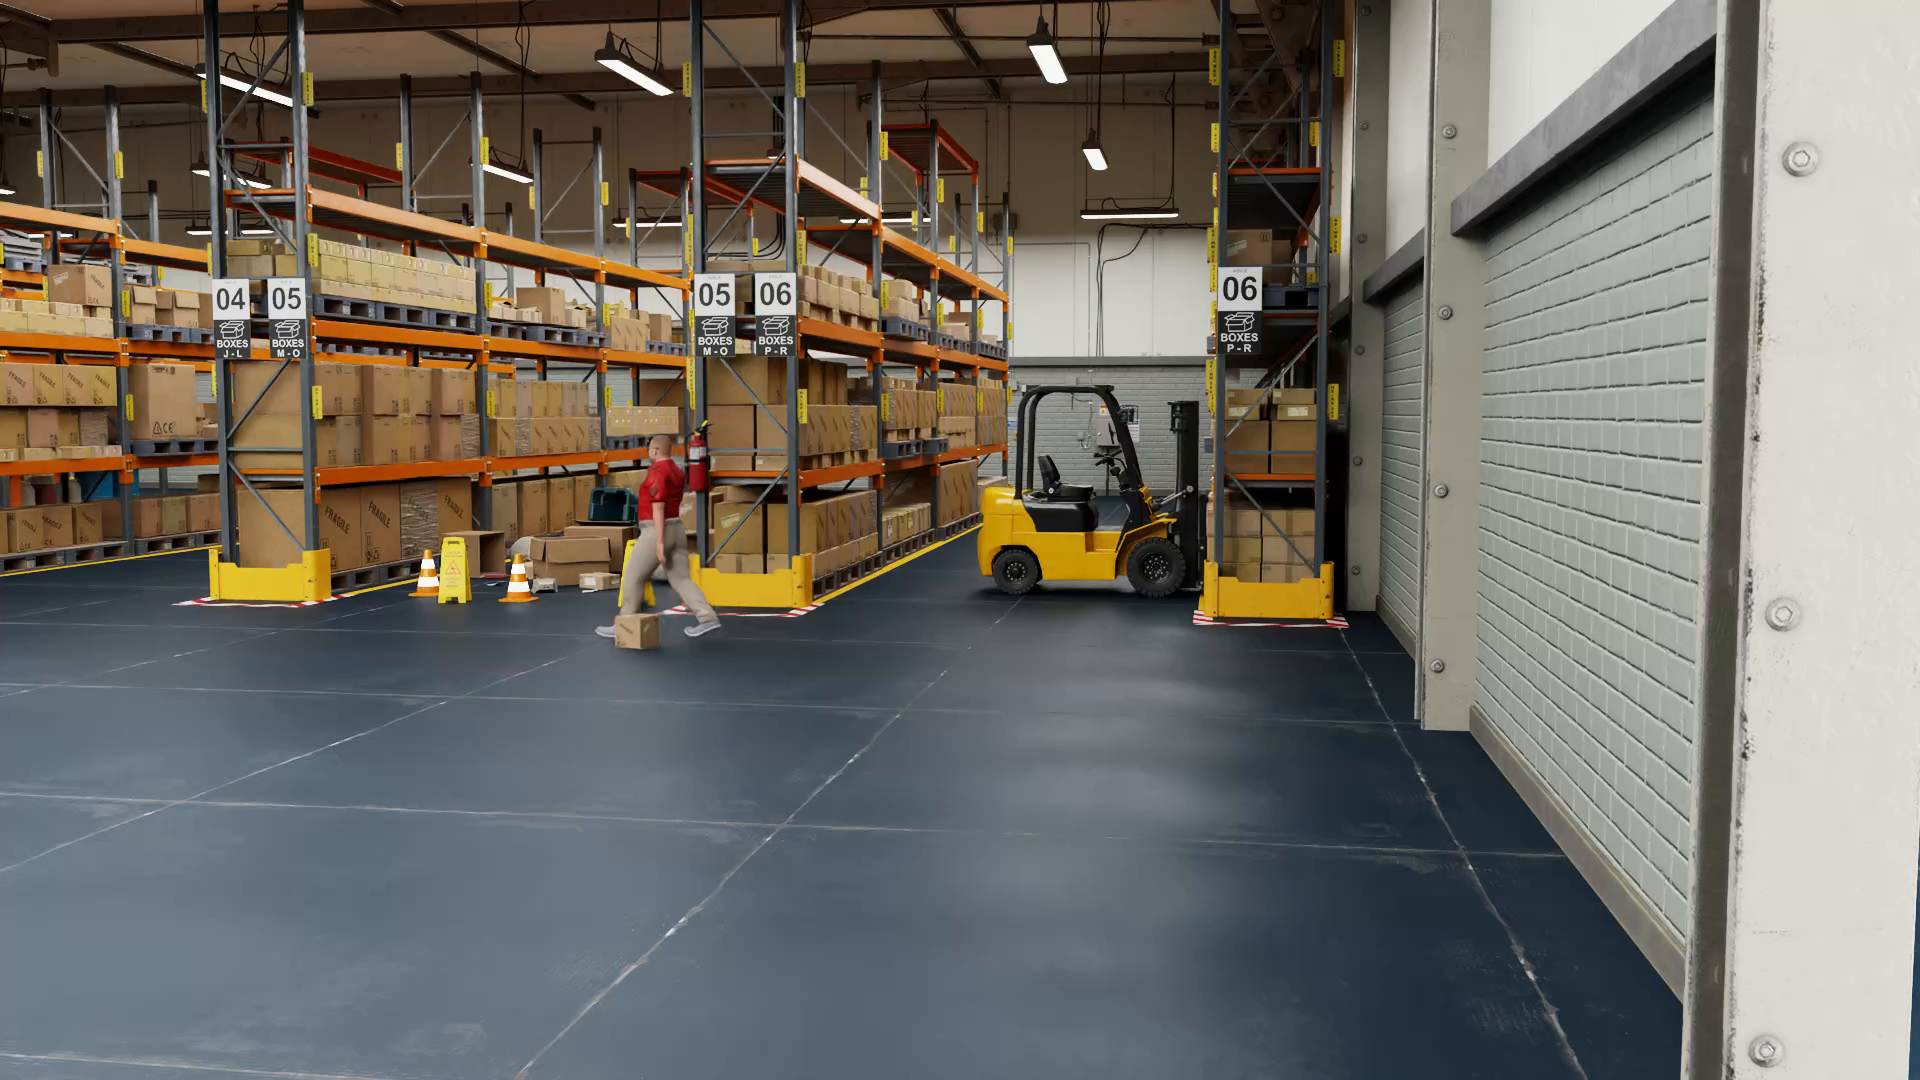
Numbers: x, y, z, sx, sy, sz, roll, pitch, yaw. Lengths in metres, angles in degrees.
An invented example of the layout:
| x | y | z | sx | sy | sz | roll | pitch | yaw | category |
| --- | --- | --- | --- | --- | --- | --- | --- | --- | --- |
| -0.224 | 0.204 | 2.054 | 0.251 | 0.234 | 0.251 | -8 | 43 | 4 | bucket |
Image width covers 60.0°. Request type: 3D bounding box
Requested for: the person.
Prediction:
| x | y | z | sx | sy | sz | roll | pitch | yaw | category |
| --- | --- | --- | --- | --- | --- | --- | --- | --- | --- |
| -2.453 | -0.023 | 13.560 | 1.047 | 1.674 | 0.552 | 2 | 5 | 23 | person |
